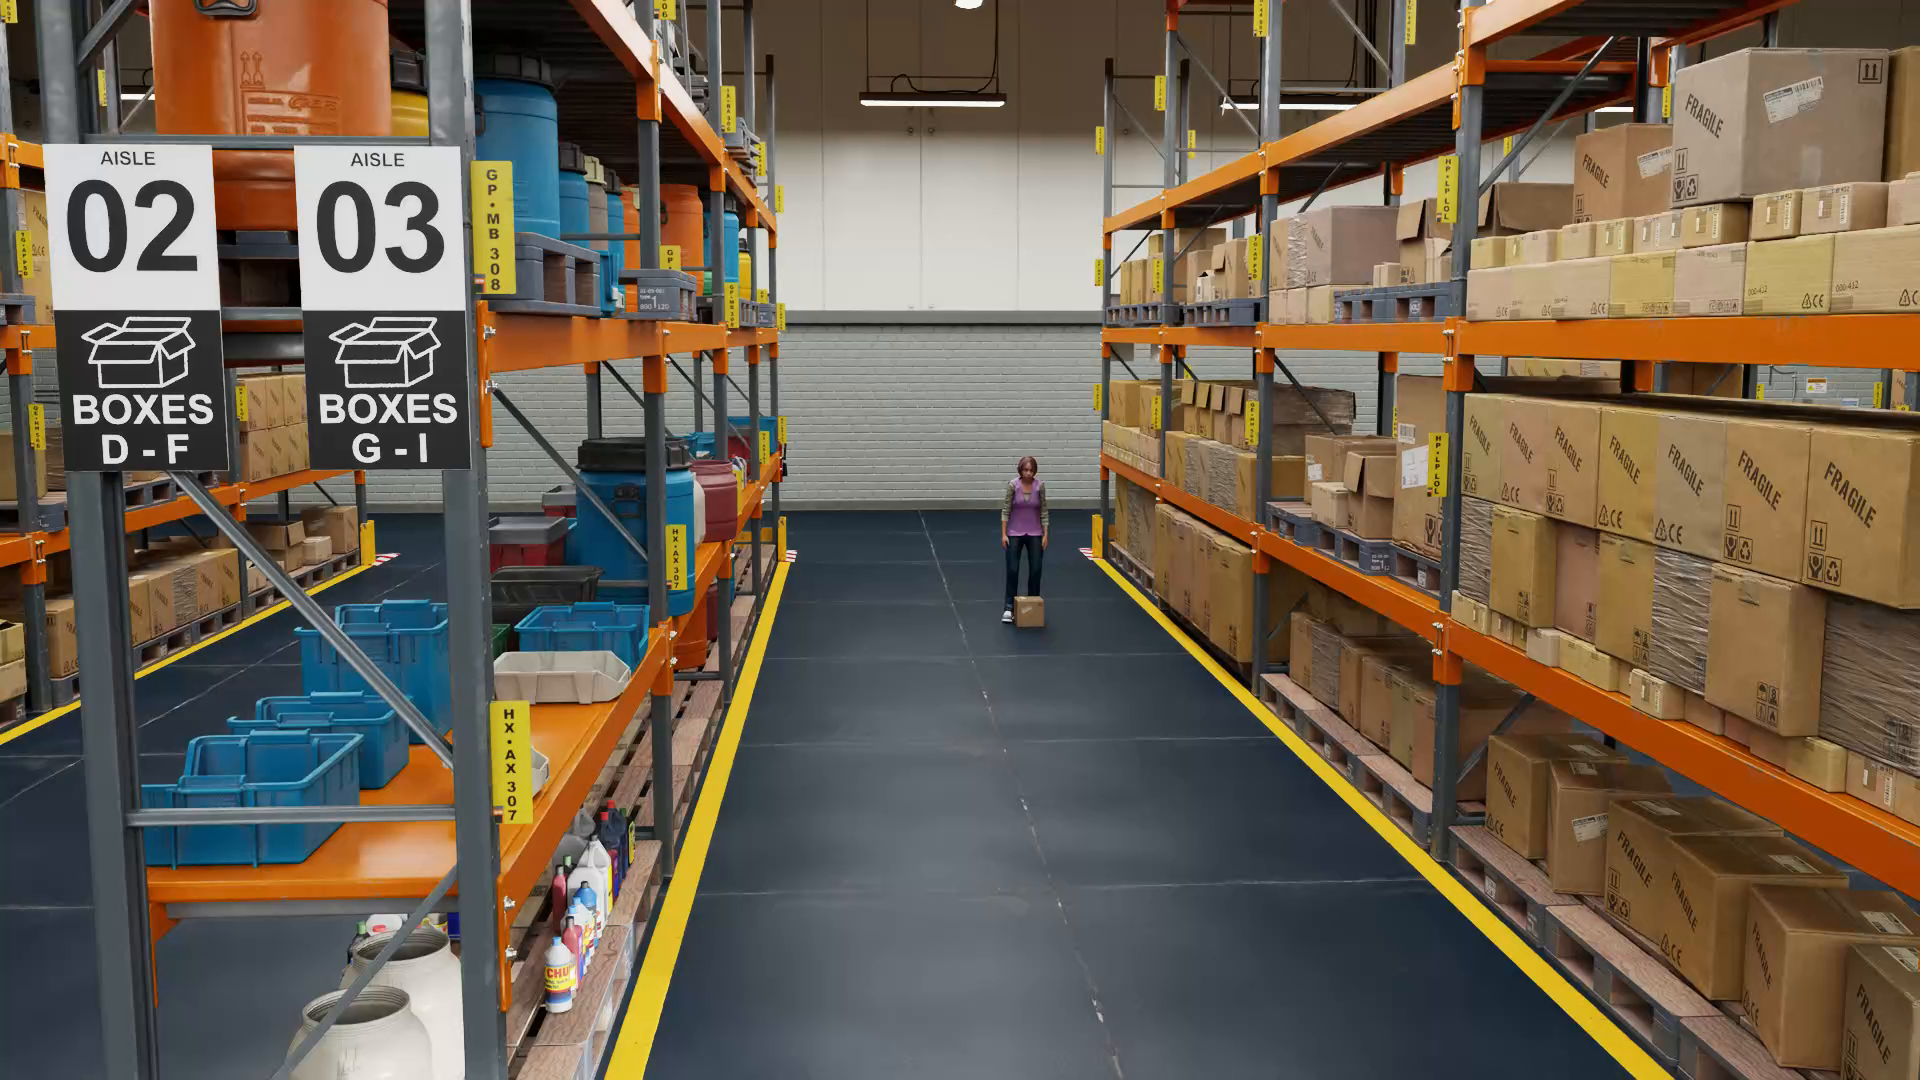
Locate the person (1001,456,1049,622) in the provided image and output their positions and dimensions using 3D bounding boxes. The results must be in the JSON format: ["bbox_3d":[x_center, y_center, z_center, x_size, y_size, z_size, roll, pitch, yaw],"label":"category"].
[{"bbox_3d":[0.624,-0.015,15.935,0.459,1.591,0.348,0,7,-4],"label":"person"}]
